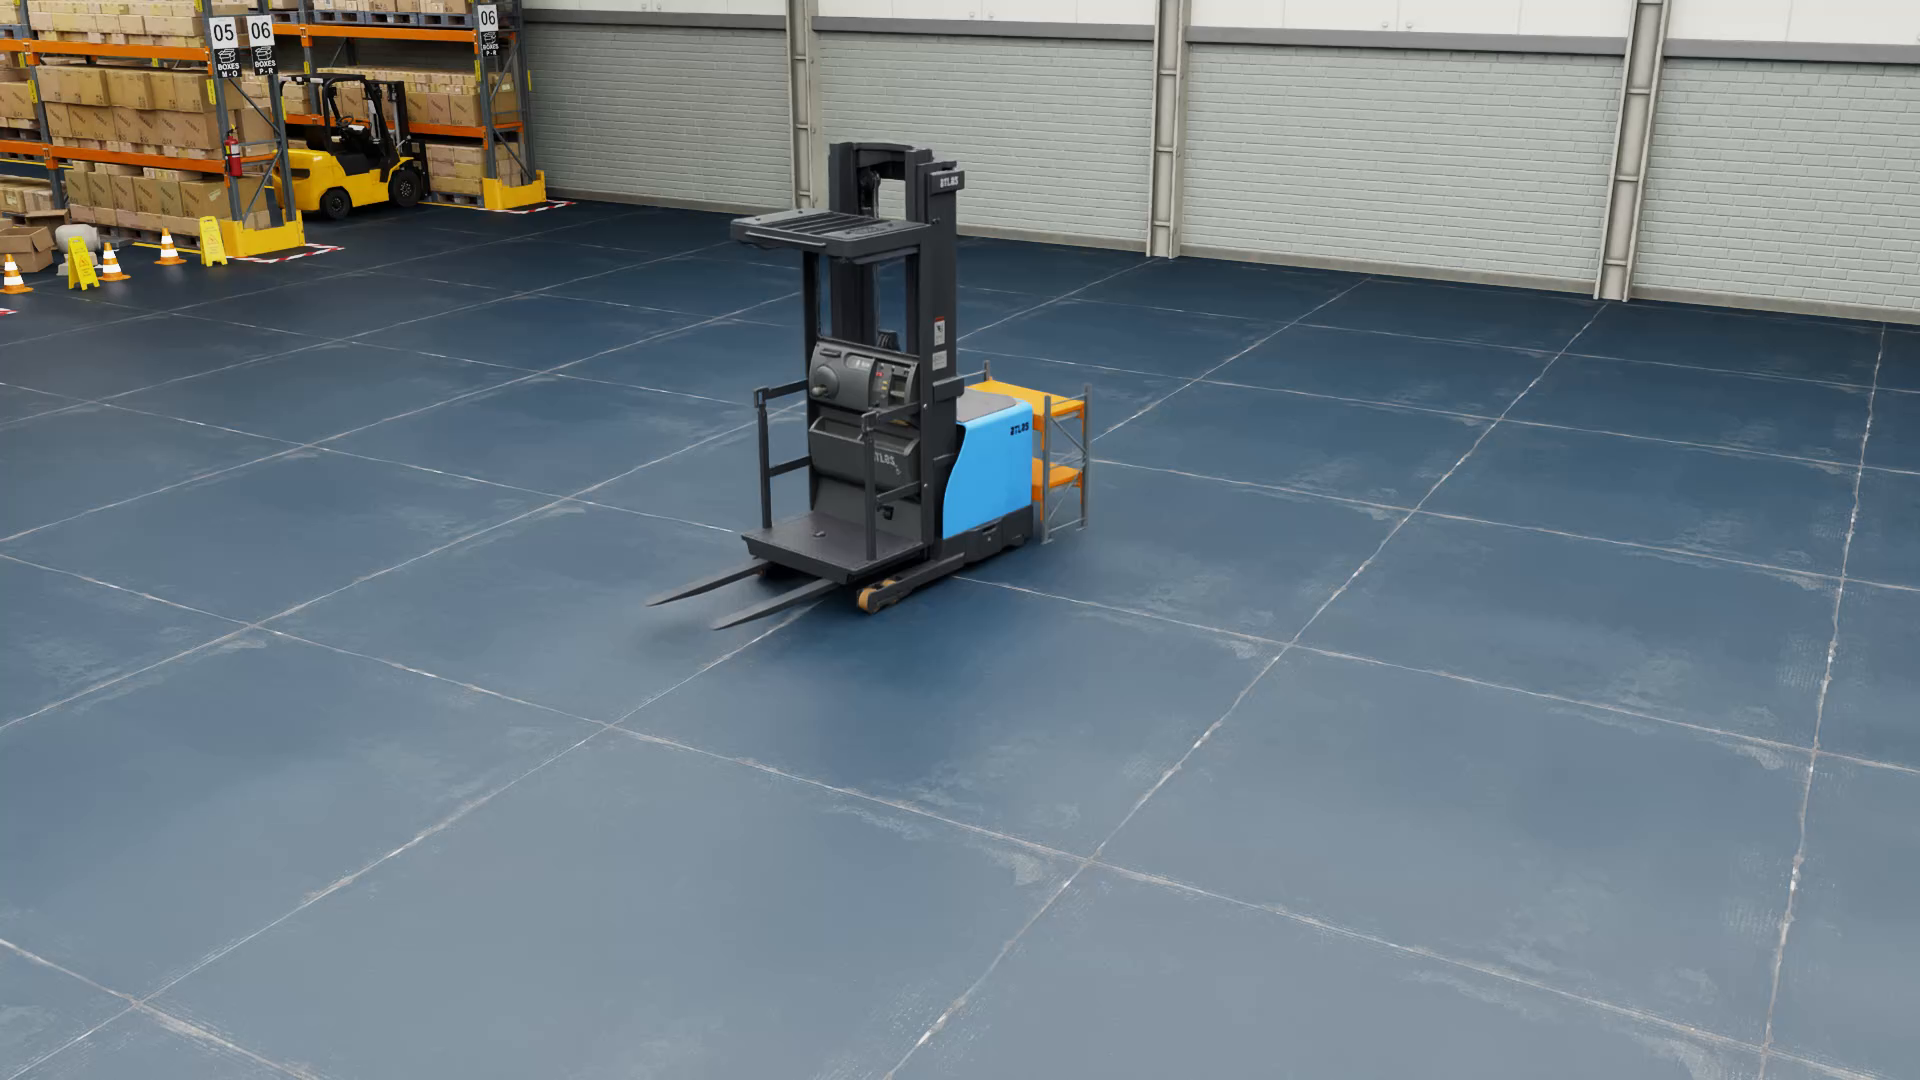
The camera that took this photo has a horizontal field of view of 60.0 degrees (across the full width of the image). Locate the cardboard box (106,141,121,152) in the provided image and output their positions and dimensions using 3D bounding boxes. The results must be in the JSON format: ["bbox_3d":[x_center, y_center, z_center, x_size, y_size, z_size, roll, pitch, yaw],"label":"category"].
[{"bbox_3d":[-12.128,-5.729,24.129,0.250,0.149,0.380,11,23,28],"label":"cardboard box"}]

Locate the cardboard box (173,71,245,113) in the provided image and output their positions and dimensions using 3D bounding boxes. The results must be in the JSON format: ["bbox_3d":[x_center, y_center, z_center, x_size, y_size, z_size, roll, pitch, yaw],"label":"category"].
[{"bbox_3d":[-10.419,-6.223,23.071,0.500,0.500,0.700,10,22,26],"label":"cardboard box"}]

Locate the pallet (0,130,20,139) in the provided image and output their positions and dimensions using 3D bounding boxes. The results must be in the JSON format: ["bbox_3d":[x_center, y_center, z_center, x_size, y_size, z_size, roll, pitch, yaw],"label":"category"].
[{"bbox_3d":[-15.103,-6.469,26.081,1.213,0.211,1.003,11,23,27],"label":"pallet"}]

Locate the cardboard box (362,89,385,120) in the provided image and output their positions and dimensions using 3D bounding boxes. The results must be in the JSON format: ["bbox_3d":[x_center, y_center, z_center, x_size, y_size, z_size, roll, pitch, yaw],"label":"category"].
[{"bbox_3d":[-9.776,-7.419,28.273,0.500,0.500,0.500,11,22,27],"label":"cardboard box"}]

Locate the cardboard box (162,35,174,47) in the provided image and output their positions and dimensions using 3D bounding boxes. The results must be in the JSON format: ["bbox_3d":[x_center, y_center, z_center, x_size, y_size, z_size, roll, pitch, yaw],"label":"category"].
[{"bbox_3d":[-10.763,-6.900,22.957,0.250,0.149,0.380,12,23,29],"label":"cardboard box"}]

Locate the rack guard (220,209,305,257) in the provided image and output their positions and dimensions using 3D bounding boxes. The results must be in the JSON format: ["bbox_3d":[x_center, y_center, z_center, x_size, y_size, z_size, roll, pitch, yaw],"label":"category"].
[{"bbox_3d":[-9.933,-4.383,23.716,0.348,0.500,1.175,11,23,27],"label":"rack guard"}]

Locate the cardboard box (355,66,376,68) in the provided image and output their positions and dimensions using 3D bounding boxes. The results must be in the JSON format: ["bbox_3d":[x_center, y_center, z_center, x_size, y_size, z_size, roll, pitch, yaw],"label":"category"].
[{"bbox_3d":[-10.316,-8.164,28.938,0.250,0.149,0.380,10,22,26],"label":"cardboard box"}]

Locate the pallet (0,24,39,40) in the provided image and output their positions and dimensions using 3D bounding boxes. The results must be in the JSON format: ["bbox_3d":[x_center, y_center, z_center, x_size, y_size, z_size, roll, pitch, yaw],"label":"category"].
[{"bbox_3d":[-13.846,-7.667,24.979,1.003,0.211,1.213,11,23,27],"label":"pallet"}]

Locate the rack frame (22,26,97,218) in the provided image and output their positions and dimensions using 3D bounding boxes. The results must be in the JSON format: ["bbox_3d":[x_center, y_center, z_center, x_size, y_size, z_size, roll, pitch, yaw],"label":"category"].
[{"bbox_3d":[-13.359,-6.211,25.088,0.127,3.000,1.000,11,23,27],"label":"rack frame"}]

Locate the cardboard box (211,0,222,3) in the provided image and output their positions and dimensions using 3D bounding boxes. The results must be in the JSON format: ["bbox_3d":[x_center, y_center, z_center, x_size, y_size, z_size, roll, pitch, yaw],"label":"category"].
[{"bbox_3d":[-13.031,-9.694,29.382,0.500,0.500,0.500,11,23,29],"label":"cardboard box"}]

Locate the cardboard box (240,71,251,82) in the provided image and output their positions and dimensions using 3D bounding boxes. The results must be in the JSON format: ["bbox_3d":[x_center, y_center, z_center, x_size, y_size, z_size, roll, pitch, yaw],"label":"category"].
[{"bbox_3d":[-12.747,-8.257,29.630,0.250,0.149,0.380,10,22,26],"label":"cardboard box"}]

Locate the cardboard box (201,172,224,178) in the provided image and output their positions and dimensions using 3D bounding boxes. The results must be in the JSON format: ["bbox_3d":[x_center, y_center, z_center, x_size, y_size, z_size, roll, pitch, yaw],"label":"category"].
[{"bbox_3d":[-10.916,-5.109,24.367,0.500,0.500,0.500,10,22,25],"label":"cardboard box"}]

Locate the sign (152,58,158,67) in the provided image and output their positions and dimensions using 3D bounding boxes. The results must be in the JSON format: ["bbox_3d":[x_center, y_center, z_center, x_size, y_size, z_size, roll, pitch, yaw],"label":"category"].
[{"bbox_3d":[-14.690,-8.698,30.364,0.005,0.325,0.100,11,23,27],"label":"sign"}]

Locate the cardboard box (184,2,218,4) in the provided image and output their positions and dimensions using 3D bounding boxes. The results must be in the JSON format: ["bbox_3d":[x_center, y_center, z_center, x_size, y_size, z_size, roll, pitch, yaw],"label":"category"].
[{"bbox_3d":[-10.676,-7.493,23.424,0.250,0.149,0.380,11,23,27],"label":"cardboard box"}]

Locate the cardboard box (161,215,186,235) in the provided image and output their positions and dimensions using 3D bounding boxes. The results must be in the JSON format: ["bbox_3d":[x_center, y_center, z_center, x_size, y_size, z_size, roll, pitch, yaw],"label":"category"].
[{"bbox_3d":[-11.152,-4.593,24.046,0.500,0.250,0.500,11,23,27],"label":"cardboard box"}]

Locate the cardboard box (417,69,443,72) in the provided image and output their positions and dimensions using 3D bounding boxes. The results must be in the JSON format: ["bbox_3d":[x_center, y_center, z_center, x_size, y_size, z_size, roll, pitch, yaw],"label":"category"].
[{"bbox_3d":[-8.975,-7.901,28.213,0.250,0.149,0.380,11,23,28],"label":"cardboard box"}]

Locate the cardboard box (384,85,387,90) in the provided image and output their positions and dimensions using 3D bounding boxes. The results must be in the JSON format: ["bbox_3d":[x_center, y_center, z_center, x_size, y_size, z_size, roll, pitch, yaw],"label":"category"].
[{"bbox_3d":[-9.451,-7.647,27.949,0.250,0.149,0.380,10,22,26],"label":"cardboard box"}]

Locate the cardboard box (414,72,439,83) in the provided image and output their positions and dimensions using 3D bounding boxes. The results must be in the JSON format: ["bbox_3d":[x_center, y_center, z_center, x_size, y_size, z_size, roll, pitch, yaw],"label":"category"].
[{"bbox_3d":[-8.799,-7.654,27.532,0.250,0.149,0.380,11,23,29],"label":"cardboard box"}]

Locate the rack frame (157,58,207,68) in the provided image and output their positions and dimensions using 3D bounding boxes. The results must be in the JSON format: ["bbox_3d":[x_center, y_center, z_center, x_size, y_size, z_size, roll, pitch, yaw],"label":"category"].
[{"bbox_3d":[-14.433,-8.354,30.998,0.127,3.000,1.000,11,23,27],"label":"rack frame"}]

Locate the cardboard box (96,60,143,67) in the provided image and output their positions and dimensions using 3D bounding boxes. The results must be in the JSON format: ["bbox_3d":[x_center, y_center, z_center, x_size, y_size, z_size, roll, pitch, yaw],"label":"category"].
[{"bbox_3d":[-15.949,-8.817,31.505,0.637,0.503,0.797,10,22,26],"label":"cardboard box"}]

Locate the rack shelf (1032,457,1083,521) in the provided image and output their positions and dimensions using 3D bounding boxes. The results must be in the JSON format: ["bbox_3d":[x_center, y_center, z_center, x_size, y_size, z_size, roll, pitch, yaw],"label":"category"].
[{"bbox_3d":[0.418,-0.453,12.682,1.000,0.278,0.538,18,27,40],"label":"rack shelf"}]

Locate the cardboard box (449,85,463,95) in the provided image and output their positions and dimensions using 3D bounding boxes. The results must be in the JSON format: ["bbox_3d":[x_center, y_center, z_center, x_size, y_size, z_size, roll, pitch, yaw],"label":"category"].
[{"bbox_3d":[-8.126,-7.384,27.224,0.250,0.149,0.380,11,23,28],"label":"cardboard box"}]

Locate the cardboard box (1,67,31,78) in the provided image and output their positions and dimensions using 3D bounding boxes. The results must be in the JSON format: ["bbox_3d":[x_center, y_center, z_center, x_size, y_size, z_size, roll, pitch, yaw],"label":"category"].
[{"bbox_3d":[-14.595,-7.234,25.758,0.250,0.149,0.380,12,23,30],"label":"cardboard box"}]

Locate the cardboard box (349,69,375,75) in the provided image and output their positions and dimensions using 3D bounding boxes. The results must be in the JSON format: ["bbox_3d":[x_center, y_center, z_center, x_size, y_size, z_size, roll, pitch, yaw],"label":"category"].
[{"bbox_3d":[-10.134,-7.910,28.238,0.250,0.149,0.380,11,23,28],"label":"cardboard box"}]

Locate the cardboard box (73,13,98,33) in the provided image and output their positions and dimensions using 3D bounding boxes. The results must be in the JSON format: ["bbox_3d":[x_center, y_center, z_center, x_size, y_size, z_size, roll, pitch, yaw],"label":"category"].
[{"bbox_3d":[-12.222,-7.365,23.656,0.500,0.250,0.500,11,23,28],"label":"cardboard box"}]

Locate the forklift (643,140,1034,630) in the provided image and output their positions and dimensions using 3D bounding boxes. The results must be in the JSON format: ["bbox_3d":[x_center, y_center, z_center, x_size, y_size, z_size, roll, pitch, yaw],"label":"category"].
[{"bbox_3d":[-0.792,-1.087,11.063,1.130,2.935,3.031,16,25,37],"label":"forklift"}]

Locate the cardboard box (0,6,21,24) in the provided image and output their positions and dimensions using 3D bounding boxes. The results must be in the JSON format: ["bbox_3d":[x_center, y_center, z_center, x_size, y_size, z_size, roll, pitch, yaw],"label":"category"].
[{"bbox_3d":[-13.939,-7.802,24.680,0.500,0.250,0.500,10,22,26],"label":"cardboard box"}]

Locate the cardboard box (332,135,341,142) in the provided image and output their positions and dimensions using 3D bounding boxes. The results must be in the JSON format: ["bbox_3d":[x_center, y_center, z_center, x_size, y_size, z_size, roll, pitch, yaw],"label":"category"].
[{"bbox_3d":[-10.672,-6.890,28.911,0.500,0.250,0.500,10,22,26],"label":"cardboard box"}]

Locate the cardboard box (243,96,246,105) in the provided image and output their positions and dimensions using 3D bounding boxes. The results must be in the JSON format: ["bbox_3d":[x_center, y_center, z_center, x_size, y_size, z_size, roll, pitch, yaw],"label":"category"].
[{"bbox_3d":[-12.823,-7.882,29.915,0.500,0.250,0.500,12,23,29],"label":"cardboard box"}]

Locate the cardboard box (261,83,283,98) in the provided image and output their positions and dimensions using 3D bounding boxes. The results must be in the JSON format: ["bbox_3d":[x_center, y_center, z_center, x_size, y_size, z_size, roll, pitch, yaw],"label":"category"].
[{"bbox_3d":[-11.947,-7.943,29.349,0.500,0.250,0.500,10,22,26],"label":"cardboard box"}]

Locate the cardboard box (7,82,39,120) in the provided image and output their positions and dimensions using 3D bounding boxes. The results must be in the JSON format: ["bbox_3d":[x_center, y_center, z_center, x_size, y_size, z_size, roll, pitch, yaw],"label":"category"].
[{"bbox_3d":[-13.874,-6.604,24.972,0.500,0.500,0.500,10,22,26],"label":"cardboard box"}]

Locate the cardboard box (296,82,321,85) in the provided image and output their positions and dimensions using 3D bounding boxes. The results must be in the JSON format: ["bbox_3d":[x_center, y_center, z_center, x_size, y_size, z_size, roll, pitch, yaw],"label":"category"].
[{"bbox_3d":[-11.348,-8.032,29.010,0.250,0.149,0.380,12,23,29],"label":"cardboard box"}]

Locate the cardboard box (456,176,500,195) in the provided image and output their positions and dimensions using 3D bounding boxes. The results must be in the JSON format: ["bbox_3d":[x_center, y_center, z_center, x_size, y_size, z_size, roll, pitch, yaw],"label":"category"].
[{"bbox_3d":[-8.013,-5.913,27.683,0.500,0.250,0.500,11,23,28],"label":"cardboard box"}]

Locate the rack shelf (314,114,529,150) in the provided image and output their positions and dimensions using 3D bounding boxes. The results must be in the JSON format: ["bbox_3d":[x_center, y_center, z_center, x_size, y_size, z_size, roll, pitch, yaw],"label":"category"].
[{"bbox_3d":[-9.195,-7.018,28.370,4.000,0.370,1.077,11,23,27],"label":"rack shelf"}]

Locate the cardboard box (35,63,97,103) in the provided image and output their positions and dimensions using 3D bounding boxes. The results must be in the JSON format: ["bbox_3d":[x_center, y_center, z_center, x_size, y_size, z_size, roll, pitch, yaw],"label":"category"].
[{"bbox_3d":[-13.080,-6.730,24.470,0.500,0.500,0.700,11,22,27],"label":"cardboard box"}]

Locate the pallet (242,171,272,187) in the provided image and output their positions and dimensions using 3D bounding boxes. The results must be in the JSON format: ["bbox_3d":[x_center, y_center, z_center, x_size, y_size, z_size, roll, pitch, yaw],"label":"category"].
[{"bbox_3d":[-12.673,-6.692,30.503,1.213,0.211,1.003,11,23,27],"label":"pallet"}]

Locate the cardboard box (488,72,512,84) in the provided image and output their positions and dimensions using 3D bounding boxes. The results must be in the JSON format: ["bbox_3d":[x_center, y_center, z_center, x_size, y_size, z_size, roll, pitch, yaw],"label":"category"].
[{"bbox_3d":[-7.638,-7.635,27.481,0.250,0.149,0.380,10,22,26],"label":"cardboard box"}]

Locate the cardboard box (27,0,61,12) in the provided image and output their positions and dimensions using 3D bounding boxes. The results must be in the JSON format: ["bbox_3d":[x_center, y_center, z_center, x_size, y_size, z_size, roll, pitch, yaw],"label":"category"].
[{"bbox_3d":[-13.243,-7.728,24.071,0.250,0.149,0.380,10,22,26],"label":"cardboard box"}]

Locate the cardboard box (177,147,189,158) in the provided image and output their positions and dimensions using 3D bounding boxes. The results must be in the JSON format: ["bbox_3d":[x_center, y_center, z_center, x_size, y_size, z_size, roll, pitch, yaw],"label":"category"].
[{"bbox_3d":[-10.786,-5.484,23.454,0.250,0.149,0.380,10,22,26],"label":"cardboard box"}]

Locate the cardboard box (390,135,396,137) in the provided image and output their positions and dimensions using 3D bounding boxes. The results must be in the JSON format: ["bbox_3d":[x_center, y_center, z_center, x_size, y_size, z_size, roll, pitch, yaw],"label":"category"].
[{"bbox_3d":[-9.968,-6.960,29.104,0.500,0.250,0.500,10,22,27],"label":"cardboard box"}]

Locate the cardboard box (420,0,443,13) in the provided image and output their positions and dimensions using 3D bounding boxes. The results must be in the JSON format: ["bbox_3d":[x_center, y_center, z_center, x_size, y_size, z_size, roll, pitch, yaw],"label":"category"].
[{"bbox_3d":[-8.542,-8.705,27.000,0.258,0.266,0.396,11,23,27],"label":"cardboard box"}]

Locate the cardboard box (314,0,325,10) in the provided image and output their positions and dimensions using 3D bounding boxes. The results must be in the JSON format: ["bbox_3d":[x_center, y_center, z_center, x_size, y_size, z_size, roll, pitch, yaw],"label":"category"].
[{"bbox_3d":[-10.698,-9.061,28.152,0.250,0.149,0.380,11,23,28],"label":"cardboard box"}]

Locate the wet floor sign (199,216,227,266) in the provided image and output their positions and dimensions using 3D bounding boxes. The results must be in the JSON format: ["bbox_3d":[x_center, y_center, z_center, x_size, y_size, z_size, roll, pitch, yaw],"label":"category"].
[{"bbox_3d":[-10.223,-4.089,22.691,0.267,0.644,0.232,-16,26,-38],"label":"wet floor sign"}]

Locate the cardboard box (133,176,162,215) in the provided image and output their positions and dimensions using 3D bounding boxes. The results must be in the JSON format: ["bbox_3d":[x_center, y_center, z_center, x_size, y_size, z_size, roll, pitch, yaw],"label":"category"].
[{"bbox_3d":[-11.588,-5.030,24.151,0.500,0.500,0.500,10,22,26],"label":"cardboard box"}]

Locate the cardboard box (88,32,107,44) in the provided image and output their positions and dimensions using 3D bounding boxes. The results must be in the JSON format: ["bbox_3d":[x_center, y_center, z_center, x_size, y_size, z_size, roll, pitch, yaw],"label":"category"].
[{"bbox_3d":[-12.124,-7.138,23.613,0.250,0.149,0.380,10,22,26],"label":"cardboard box"}]

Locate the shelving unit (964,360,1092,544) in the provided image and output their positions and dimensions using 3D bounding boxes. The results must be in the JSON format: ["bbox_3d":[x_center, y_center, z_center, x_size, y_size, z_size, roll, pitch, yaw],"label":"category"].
[{"bbox_3d":[0.418,-0.683,12.599,1.048,1.125,0.538,18,27,40],"label":"shelving unit"}]

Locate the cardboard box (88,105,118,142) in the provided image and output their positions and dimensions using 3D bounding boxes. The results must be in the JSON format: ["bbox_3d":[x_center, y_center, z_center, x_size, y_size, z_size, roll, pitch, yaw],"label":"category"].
[{"bbox_3d":[-12.229,-6.078,24.138,0.500,0.500,0.500,11,22,27],"label":"cardboard box"}]

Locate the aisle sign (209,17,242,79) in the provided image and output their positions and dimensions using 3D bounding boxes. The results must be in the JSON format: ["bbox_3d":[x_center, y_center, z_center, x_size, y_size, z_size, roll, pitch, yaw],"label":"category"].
[{"bbox_3d":[-9.954,-6.671,22.545,0.004,0.787,0.394,11,23,27],"label":"aisle sign"}]

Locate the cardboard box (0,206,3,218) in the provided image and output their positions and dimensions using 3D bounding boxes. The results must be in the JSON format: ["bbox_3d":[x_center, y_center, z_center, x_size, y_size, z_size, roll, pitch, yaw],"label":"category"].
[{"bbox_3d":[-14.201,-4.857,23.911,0.500,0.500,0.500,11,23,27],"label":"cardboard box"}]

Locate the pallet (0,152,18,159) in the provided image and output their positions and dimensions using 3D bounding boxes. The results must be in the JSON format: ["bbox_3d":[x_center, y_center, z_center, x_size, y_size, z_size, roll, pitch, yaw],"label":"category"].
[{"bbox_3d":[-19.594,-8.026,34.181,1.213,0.211,1.003,11,23,27],"label":"pallet"}]

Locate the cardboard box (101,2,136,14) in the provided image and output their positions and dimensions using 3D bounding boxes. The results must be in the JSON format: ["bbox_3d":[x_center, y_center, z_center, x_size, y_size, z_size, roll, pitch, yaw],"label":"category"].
[{"bbox_3d":[-11.845,-7.494,23.427,0.250,0.149,0.380,11,23,28],"label":"cardboard box"}]

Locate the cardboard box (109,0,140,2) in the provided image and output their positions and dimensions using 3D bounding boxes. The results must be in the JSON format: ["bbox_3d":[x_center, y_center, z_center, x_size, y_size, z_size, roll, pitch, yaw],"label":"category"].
[{"bbox_3d":[-12.059,-7.721,24.053,0.250,0.149,0.380,10,22,26],"label":"cardboard box"}]

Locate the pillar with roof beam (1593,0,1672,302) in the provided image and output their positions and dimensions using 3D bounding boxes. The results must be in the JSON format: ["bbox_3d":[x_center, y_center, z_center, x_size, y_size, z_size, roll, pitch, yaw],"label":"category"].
[{"bbox_3d":[5.997,-5.953,15.581,0.400,9.000,9.100,11,23,27],"label":"pillar with roof beam"}]

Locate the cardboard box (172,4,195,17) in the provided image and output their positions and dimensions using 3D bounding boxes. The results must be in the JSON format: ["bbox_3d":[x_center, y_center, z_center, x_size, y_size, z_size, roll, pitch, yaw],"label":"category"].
[{"bbox_3d":[-10.512,-7.235,22.713,0.250,0.149,0.380,11,23,28],"label":"cardboard box"}]

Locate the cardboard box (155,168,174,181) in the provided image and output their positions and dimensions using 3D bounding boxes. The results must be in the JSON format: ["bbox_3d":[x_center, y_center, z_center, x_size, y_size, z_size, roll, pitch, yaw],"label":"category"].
[{"bbox_3d":[-11.264,-5.247,23.798,0.250,0.149,0.380,11,23,28],"label":"cardboard box"}]
